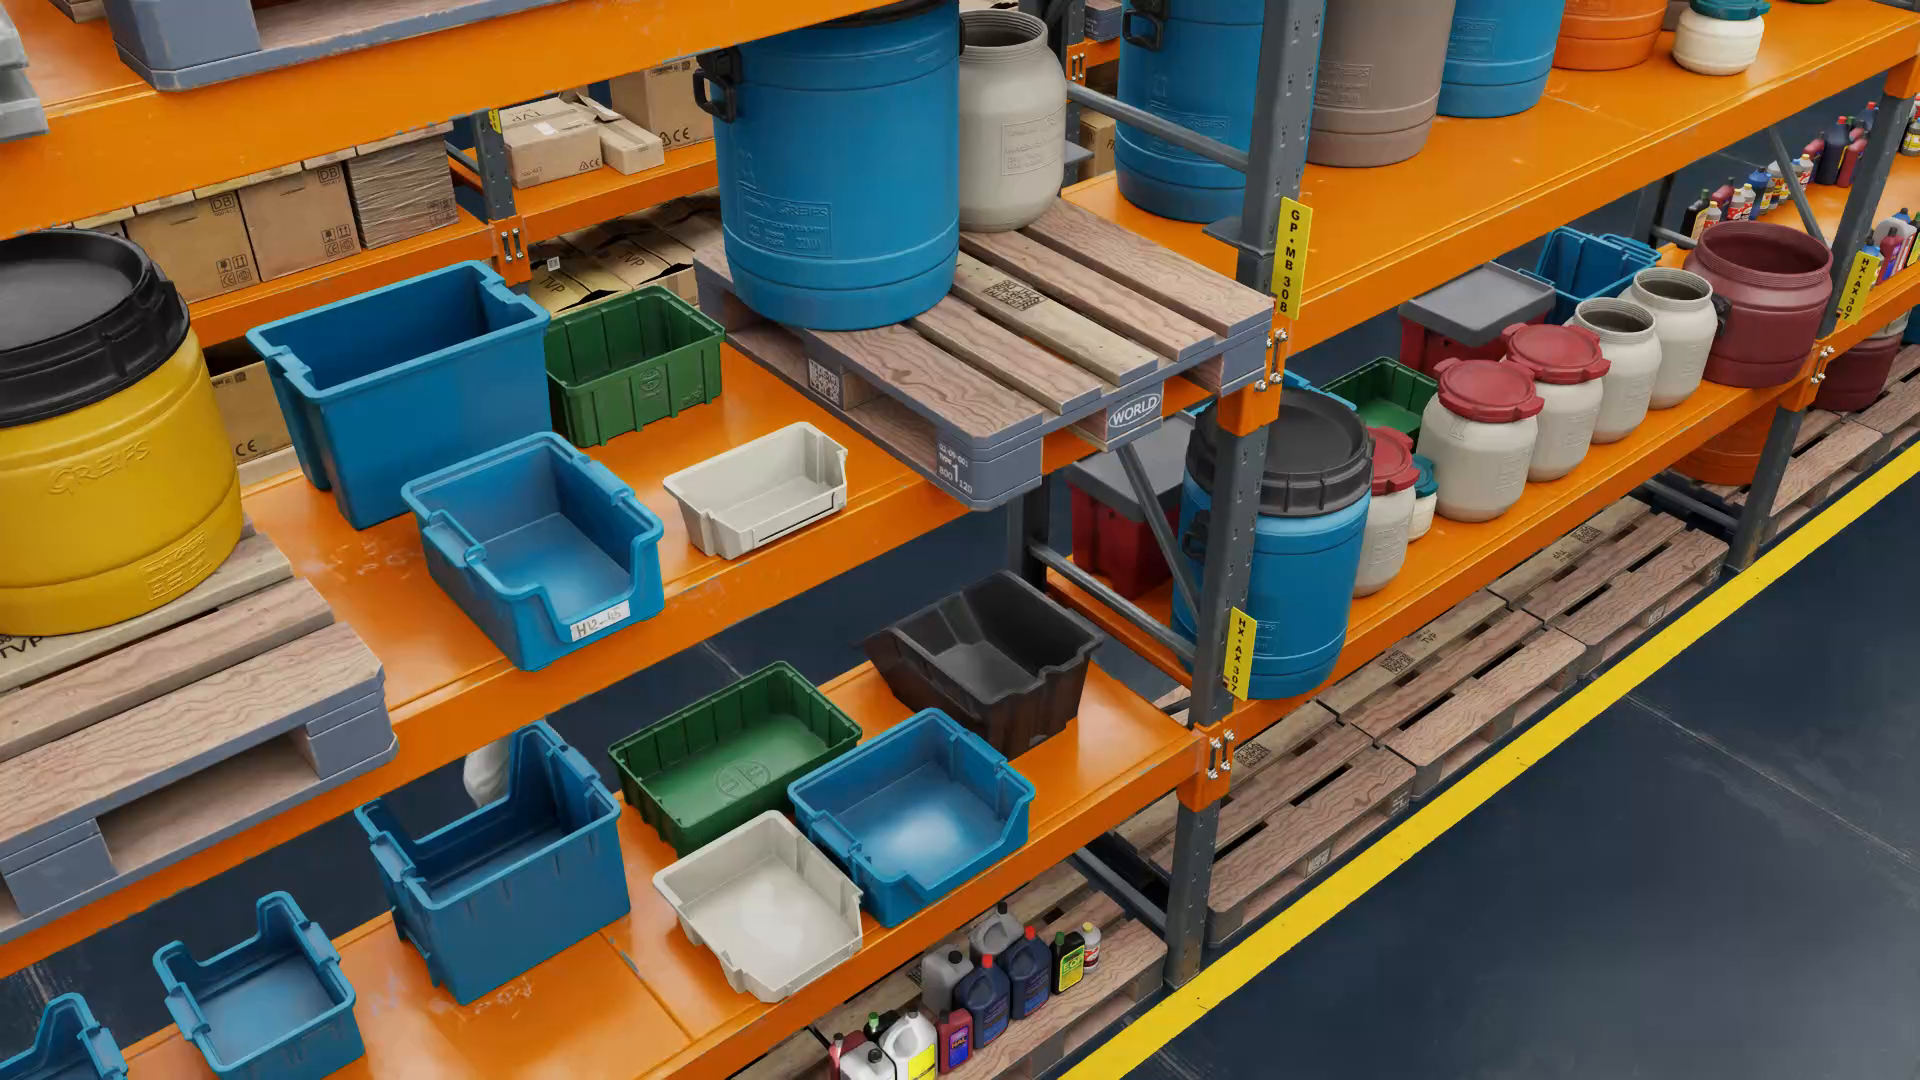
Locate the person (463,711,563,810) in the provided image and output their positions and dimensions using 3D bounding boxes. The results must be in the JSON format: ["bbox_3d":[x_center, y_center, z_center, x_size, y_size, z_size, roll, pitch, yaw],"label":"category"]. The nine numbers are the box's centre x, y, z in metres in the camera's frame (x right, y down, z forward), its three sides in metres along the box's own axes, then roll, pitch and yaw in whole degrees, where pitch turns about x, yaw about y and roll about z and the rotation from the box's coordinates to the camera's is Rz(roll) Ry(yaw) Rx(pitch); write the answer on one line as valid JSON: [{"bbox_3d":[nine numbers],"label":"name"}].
[{"bbox_3d":[-1.764,0.573,6.327,0.592,1.739,0.457,-25,43,-30],"label":"person"}]
